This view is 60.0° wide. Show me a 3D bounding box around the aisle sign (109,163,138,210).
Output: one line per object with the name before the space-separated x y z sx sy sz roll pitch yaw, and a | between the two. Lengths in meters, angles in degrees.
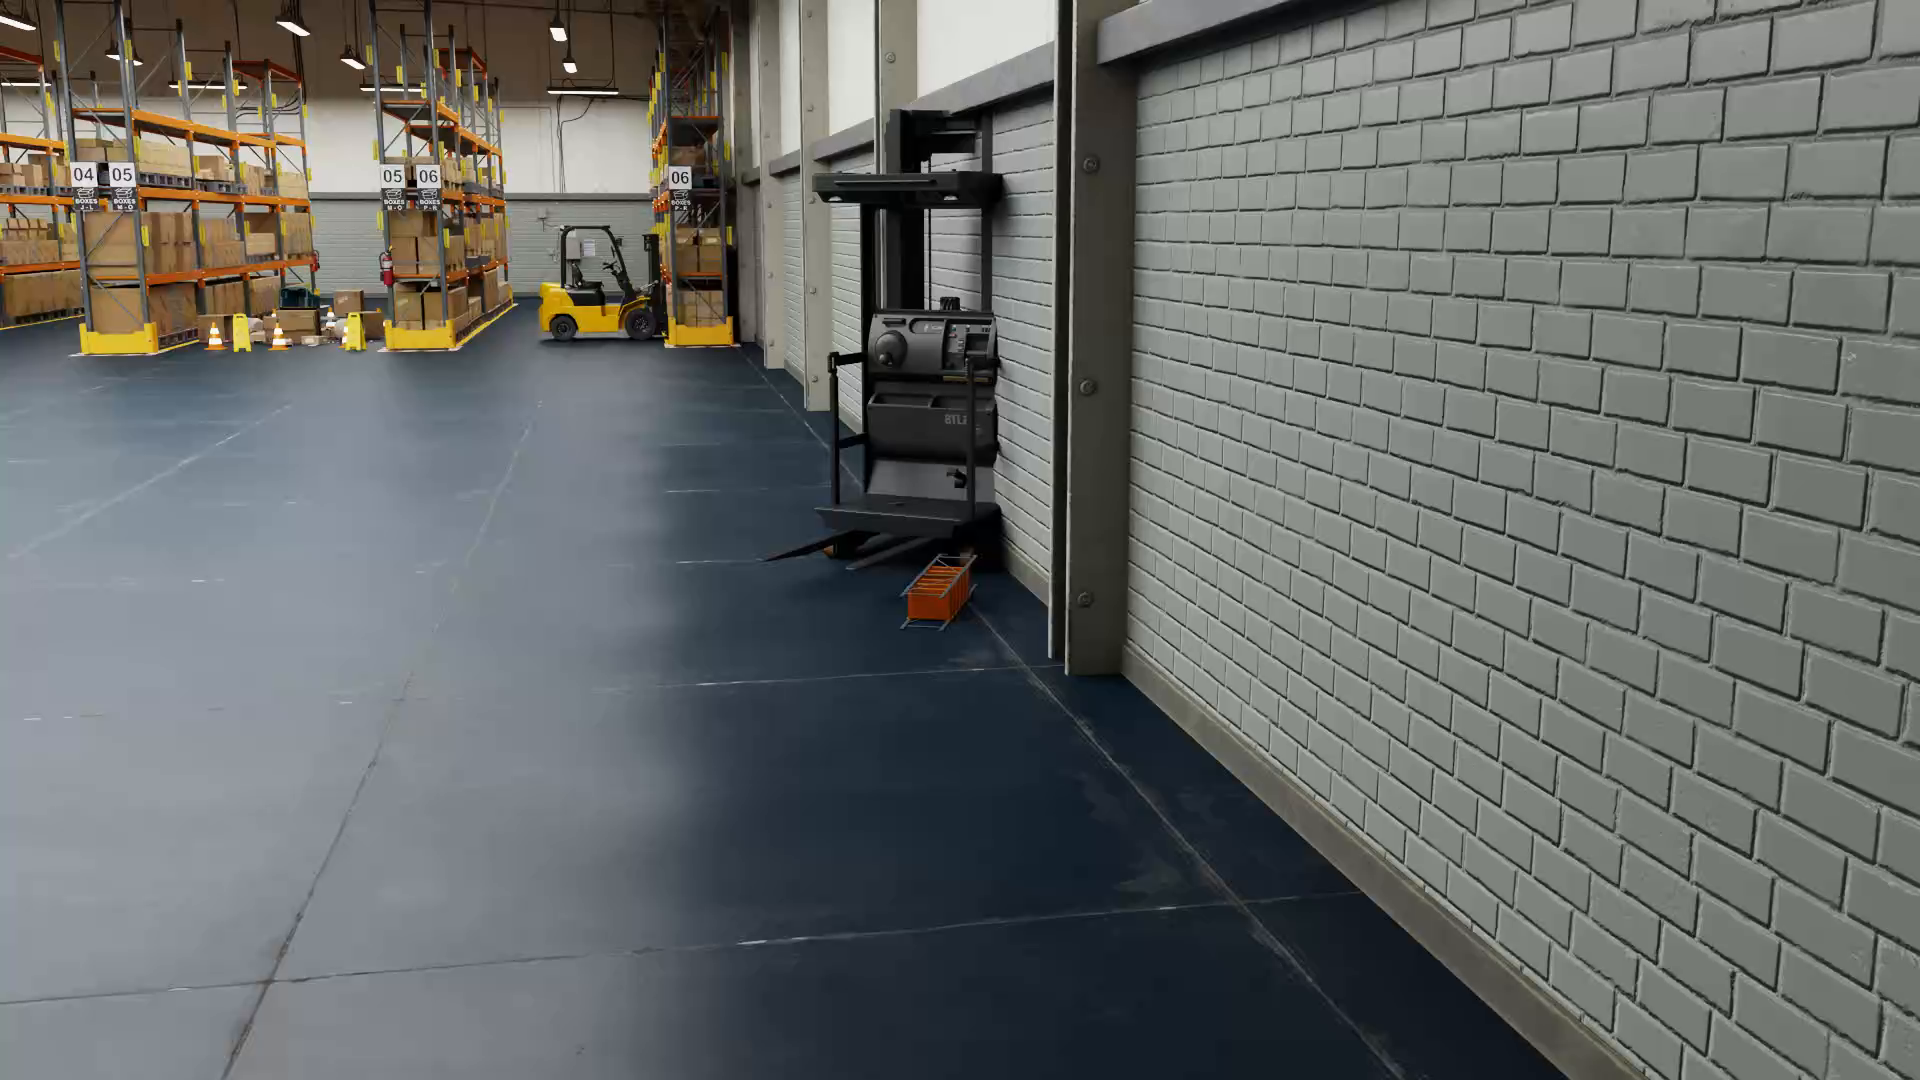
aisle sign | -14.170 -5.984 28.161 0.394 0.787 0.004 -2 11 -11

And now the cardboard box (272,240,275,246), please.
cardboard box | -16.541 -7.073 39.589 0.380 0.149 0.250 -2 11 -9

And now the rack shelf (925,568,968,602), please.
rack shelf | -0.083 0.262 9.804 0.258 0.180 0.103 2 11 10

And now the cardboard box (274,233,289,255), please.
cardboard box | -16.661 -7.205 40.466 0.500 0.500 0.500 -2 11 -12

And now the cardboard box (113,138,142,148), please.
cardboard box | -14.231 -6.779 28.417 0.380 0.149 0.250 -2 11 -10

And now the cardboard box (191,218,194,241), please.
cardboard box | -15.358 -6.074 32.644 0.700 0.500 0.500 -2 11 -12

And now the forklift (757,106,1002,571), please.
forklift | -0.267 -1.333 10.862 1.130 2.935 3.031 5 12 25

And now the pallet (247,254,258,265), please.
pallet | -16.277 -6.209 36.808 1.213 0.211 1.003 -2 11 -11

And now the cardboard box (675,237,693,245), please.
cardboard box | -5.116 -5.510 30.620 0.380 0.149 0.250 -2 11 -10

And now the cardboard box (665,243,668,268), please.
cardboard box | -5.722 -5.781 33.777 0.500 0.500 0.500 -2 11 -13

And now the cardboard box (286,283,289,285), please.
cardboard box | -17.650 -6.587 43.192 0.380 0.149 0.250 -2 11 -10

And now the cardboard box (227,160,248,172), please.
cardboard box | -15.942 -8.254 36.701 0.396 0.266 0.258 -2 11 -11

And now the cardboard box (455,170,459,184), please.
cardboard box | -9.971 -7.023 32.157 0.500 0.250 0.500 -2 11 -12

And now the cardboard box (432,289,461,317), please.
cardboard box | -9.728 -4.482 31.446 0.500 0.500 0.500 -2 11 -10

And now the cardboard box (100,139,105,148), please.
cardboard box | -14.923 -6.802 28.535 0.380 0.149 0.250 -2 11 -11

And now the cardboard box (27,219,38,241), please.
cardboard box | -21.442 -7.047 37.747 0.797 0.503 0.637 -2 11 -10

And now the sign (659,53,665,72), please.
sign | -5.309 -8.516 29.664 0.100 0.325 0.005 -2 11 -11

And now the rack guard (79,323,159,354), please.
rack guard | -14.473 -3.477 28.625 1.175 0.500 0.348 -2 11 -11

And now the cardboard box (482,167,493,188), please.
cardboard box | -11.884 -9.002 41.290 0.500 0.500 0.500 -2 11 -10

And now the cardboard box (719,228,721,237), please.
cardboard box | -4.620 -5.723 30.945 0.380 0.149 0.250 -2 11 -9

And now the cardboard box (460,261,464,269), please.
cardboard box | -10.003 -5.424 32.845 0.380 0.149 0.250 -2 11 -10

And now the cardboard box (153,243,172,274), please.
cardboard box | -14.709 -5.056 29.839 0.875 0.550 0.550 -2 11 -11

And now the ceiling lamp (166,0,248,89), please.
ceiling lamp | -20.510 -13.881 44.946 2.000 3.185 0.800 -2 11 -11

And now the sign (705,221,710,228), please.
sign | -5.786 -7.146 38.120 0.100 0.325 0.005 -2 11 -11

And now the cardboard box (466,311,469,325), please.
cardboard box | -10.041 -4.398 33.012 0.500 0.250 0.500 -2 11 -8

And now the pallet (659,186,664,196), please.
pallet | -6.110 -7.815 37.219 1.213 0.211 1.003 -2 11 -8

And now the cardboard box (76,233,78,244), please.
cardboard box | -21.733 -7.472 40.531 0.500 0.500 0.500 -2 11 -13

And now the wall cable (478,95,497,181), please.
wall cable | -14.137 -11.822 49.742 0.463 3.000 0.029 -2 11 -11

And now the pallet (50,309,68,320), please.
pallet | -21.473 -5.239 38.659 1.003 0.211 1.213 -2 11 -11

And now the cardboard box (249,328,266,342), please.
cardboard box | -13.115 -3.851 31.220 0.396 0.266 0.258 0 11 -1

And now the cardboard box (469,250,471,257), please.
cardboard box | -10.258 -5.883 34.132 0.380 0.149 0.250 -2 11 -10

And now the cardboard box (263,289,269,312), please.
cardboard box | -16.127 -5.480 38.026 0.500 0.500 0.500 -2 11 -12

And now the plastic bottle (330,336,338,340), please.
plastic bottle | -12.009 -3.893 31.985 0.133 0.061 0.283 0 11 -1

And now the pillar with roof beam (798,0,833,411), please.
pillar with roof beam | -5.914 -5.839 18.306 9.100 9.000 0.400 -2 11 -11

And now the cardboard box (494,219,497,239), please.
cardboard box | -11.831 -7.745 41.423 0.500 0.500 0.500 -2 11 -11

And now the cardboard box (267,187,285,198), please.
cardboard box | -16.643 -8.404 40.208 0.500 0.250 0.500 -2 11 -8

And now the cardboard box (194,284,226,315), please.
cardboard box | -15.649 -4.831 33.951 1.050 0.750 0.750 -2 11 -11

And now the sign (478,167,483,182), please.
sign | -10.665 -8.122 36.940 0.100 0.325 0.005 -2 11 -11

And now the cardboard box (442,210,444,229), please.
cardboard box | -10.547 -6.239 32.716 0.700 0.500 0.500 -2 11 -12

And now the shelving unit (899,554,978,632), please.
shelving unit | -0.111 0.292 9.644 0.258 0.189 1.200 2 11 10

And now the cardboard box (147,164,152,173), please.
cardboard box | -14.329 -6.482 28.988 0.380 0.149 0.250 -2 11 -11

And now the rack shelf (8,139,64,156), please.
rack shelf | -22.086 -9.512 40.599 1.077 0.370 4.000 -2 11 -11

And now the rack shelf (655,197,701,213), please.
rack shelf | -6.719 -8.043 39.833 1.077 0.370 4.000 -2 11 -11

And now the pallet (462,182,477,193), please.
pallet | -10.436 -7.140 33.665 1.213 0.211 1.003 -2 11 -11

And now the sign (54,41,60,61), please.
sign | -15.013 -8.137 27.669 0.100 0.325 0.005 -2 11 -11

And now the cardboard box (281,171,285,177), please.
cardboard box | -16.761 -8.958 40.713 0.380 0.149 0.250 -2 11 -13

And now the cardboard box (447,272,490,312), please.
cardboard box | -11.251 -5.667 38.007 0.875 0.875 0.875 -2 11 -12

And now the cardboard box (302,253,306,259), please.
cardboard box | -17.102 -7.332 42.869 0.380 0.149 0.250 -2 11 -9

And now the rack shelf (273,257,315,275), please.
rack shelf | -17.201 -6.923 41.972 1.077 0.370 4.000 -2 11 -11

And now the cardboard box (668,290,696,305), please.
cardboard box | -5.169 -4.509 30.918 0.500 0.250 0.500 -2 11 -9

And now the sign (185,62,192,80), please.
sign | -14.707 -8.942 31.688 0.100 0.325 0.005 -2 11 -11

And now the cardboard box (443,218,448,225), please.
cardboard box | -11.555 -7.000 37.512 0.500 0.500 0.500 -2 11 -13

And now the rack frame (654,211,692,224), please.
rack frame | -7.886 -8.023 45.827 1.000 3.000 0.127 -2 11 -11

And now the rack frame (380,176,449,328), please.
rack frame | -9.642 -4.907 29.458 1.000 3.000 0.127 -2 11 -11

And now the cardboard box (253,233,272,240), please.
cardboard box | -16.489 -7.169 39.298 0.380 0.149 0.250 -2 11 -13
